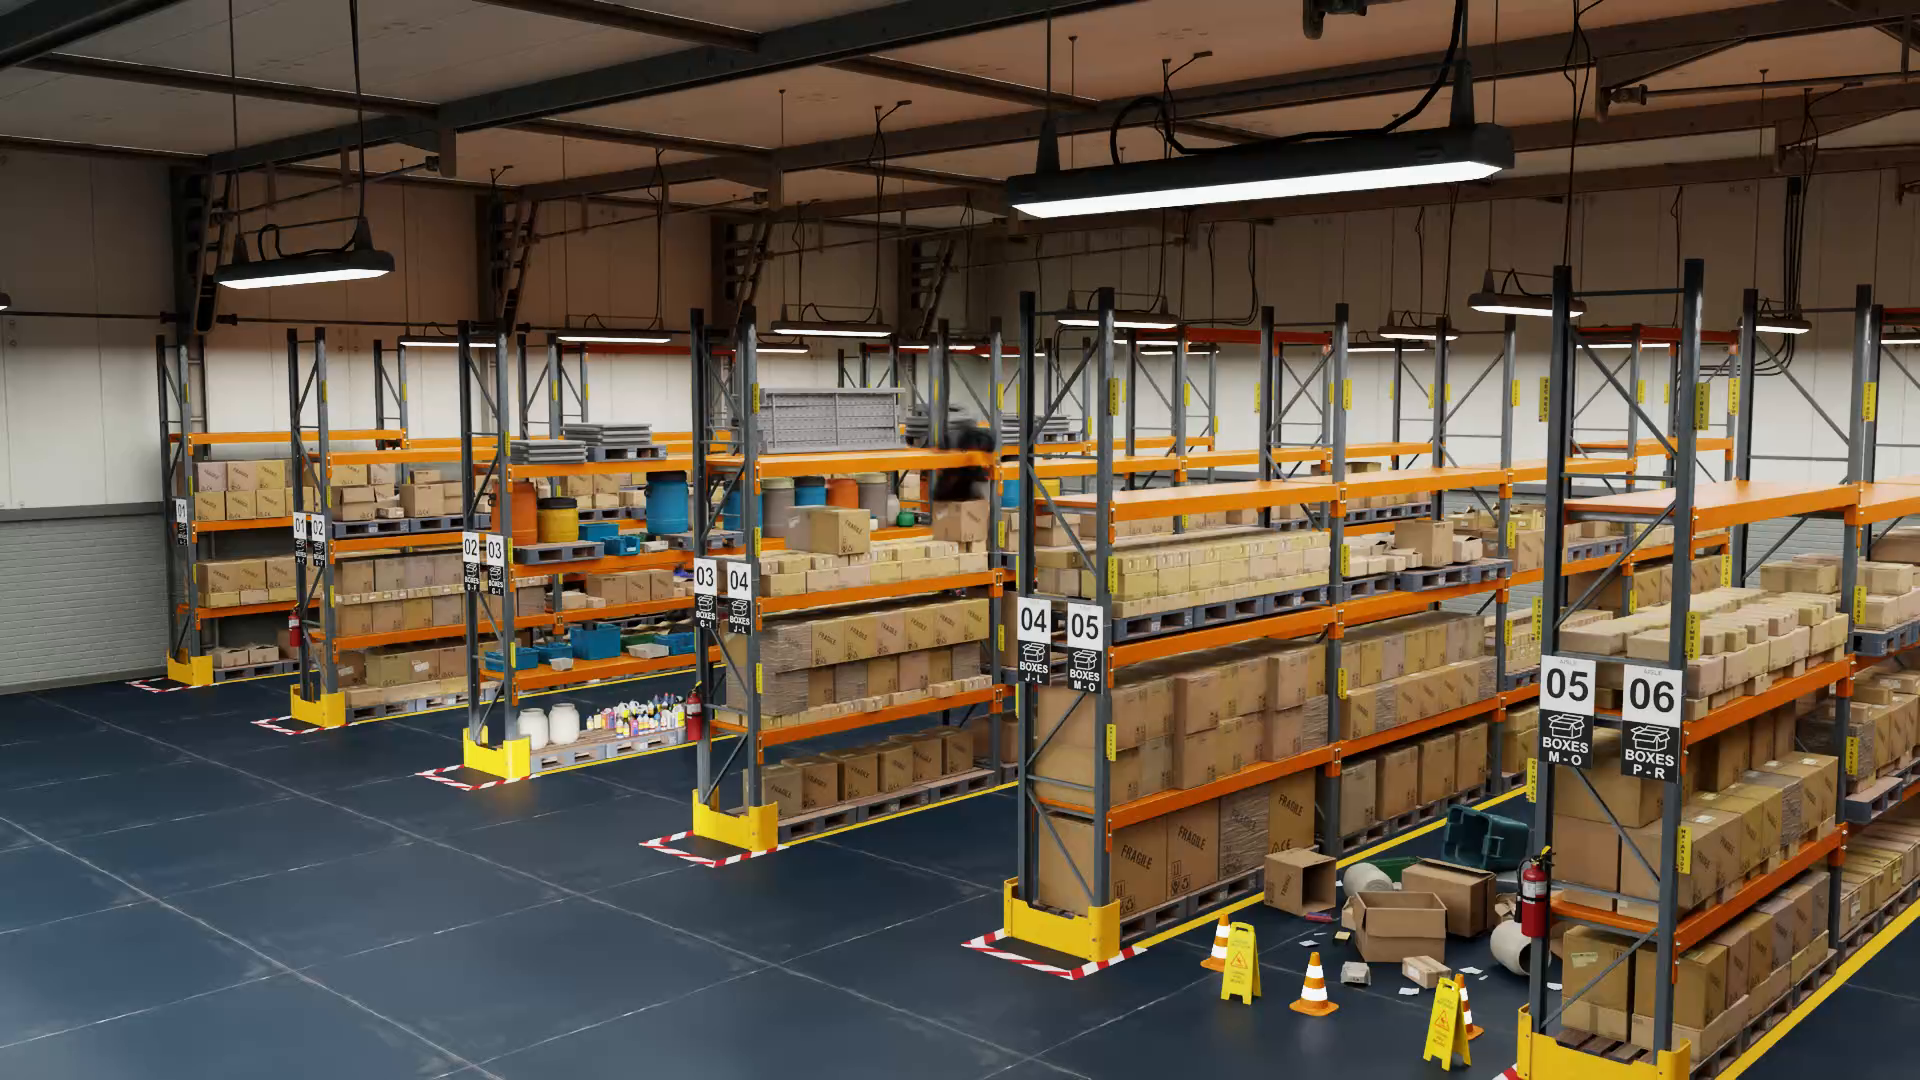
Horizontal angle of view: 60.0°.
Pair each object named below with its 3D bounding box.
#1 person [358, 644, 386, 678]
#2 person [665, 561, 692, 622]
[{"bbox_3d":[-9.728,1.691,27.759,0.729,1.785,0.835,5,7,42],"label":"person"},{"bbox_3d":[-5.629,1.213,33.416,0.558,1.721,0.774,3,6,30],"label":"person"}]
